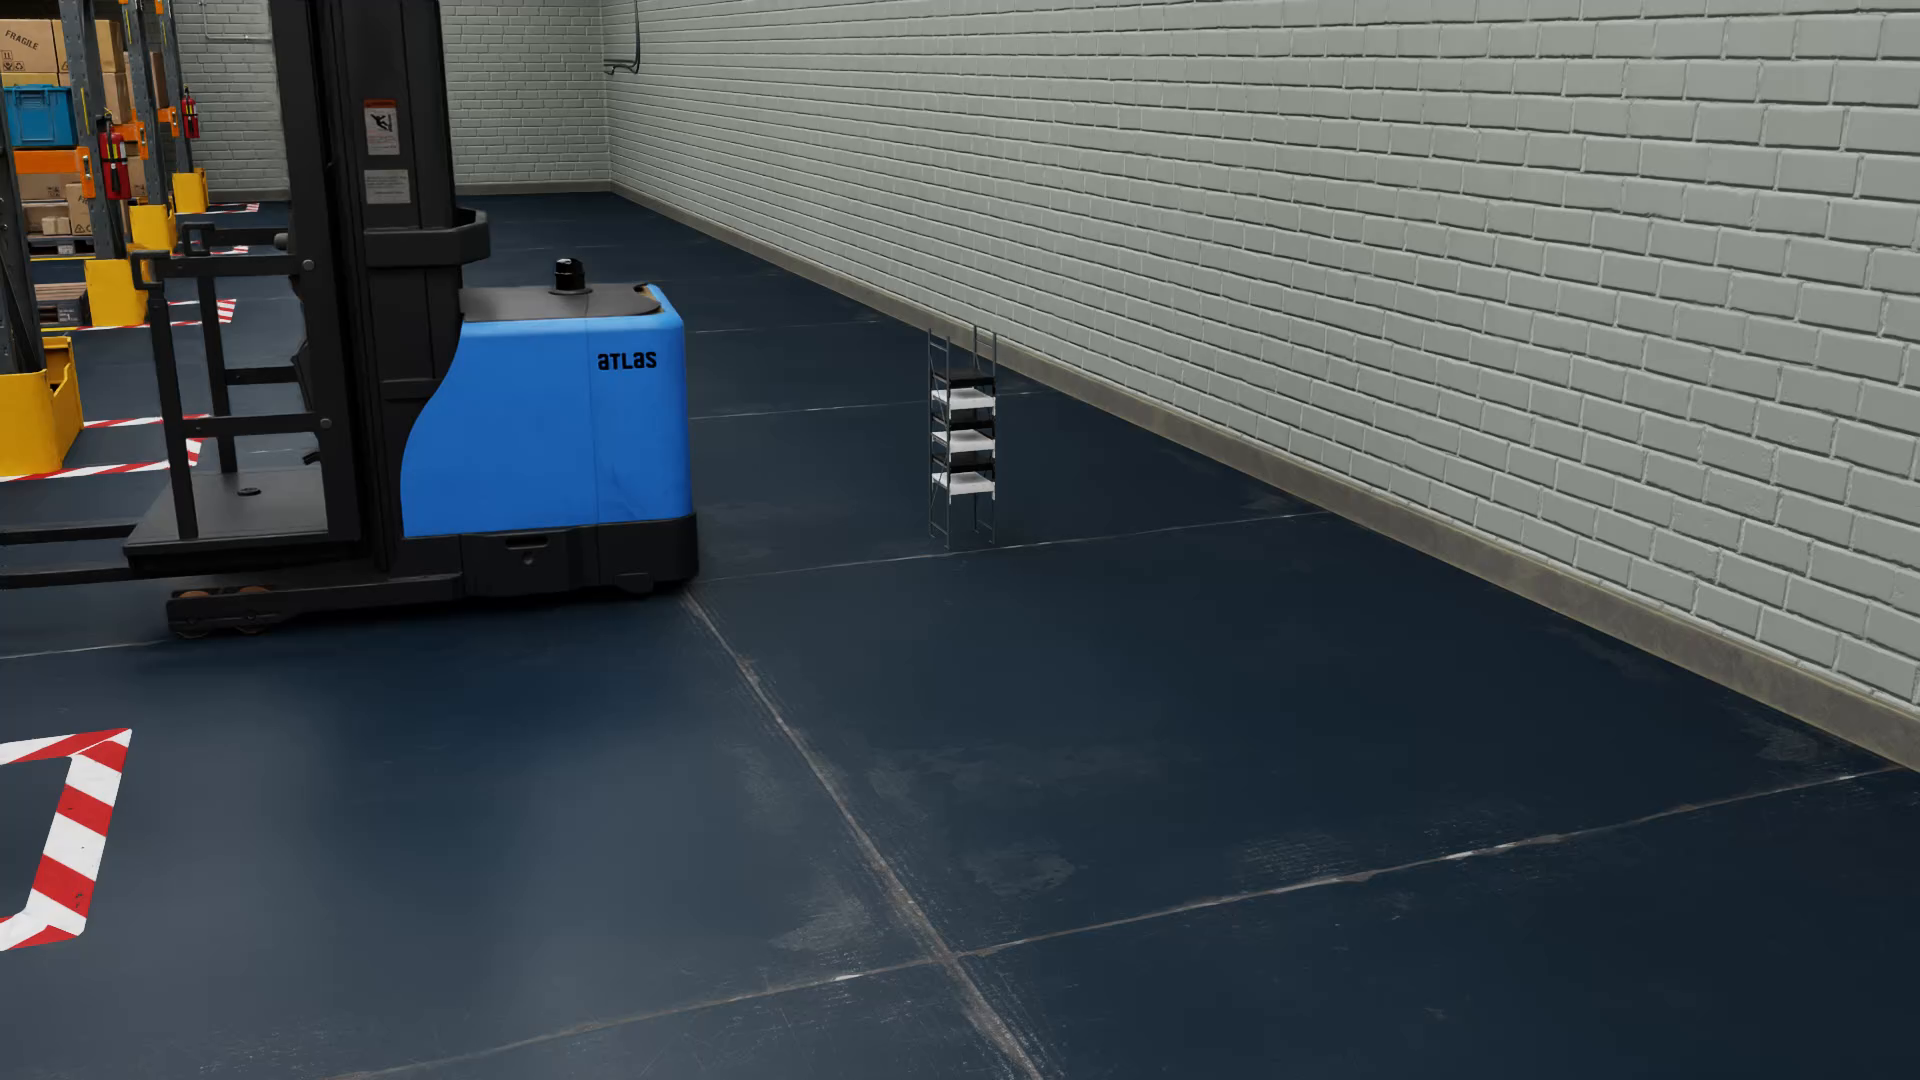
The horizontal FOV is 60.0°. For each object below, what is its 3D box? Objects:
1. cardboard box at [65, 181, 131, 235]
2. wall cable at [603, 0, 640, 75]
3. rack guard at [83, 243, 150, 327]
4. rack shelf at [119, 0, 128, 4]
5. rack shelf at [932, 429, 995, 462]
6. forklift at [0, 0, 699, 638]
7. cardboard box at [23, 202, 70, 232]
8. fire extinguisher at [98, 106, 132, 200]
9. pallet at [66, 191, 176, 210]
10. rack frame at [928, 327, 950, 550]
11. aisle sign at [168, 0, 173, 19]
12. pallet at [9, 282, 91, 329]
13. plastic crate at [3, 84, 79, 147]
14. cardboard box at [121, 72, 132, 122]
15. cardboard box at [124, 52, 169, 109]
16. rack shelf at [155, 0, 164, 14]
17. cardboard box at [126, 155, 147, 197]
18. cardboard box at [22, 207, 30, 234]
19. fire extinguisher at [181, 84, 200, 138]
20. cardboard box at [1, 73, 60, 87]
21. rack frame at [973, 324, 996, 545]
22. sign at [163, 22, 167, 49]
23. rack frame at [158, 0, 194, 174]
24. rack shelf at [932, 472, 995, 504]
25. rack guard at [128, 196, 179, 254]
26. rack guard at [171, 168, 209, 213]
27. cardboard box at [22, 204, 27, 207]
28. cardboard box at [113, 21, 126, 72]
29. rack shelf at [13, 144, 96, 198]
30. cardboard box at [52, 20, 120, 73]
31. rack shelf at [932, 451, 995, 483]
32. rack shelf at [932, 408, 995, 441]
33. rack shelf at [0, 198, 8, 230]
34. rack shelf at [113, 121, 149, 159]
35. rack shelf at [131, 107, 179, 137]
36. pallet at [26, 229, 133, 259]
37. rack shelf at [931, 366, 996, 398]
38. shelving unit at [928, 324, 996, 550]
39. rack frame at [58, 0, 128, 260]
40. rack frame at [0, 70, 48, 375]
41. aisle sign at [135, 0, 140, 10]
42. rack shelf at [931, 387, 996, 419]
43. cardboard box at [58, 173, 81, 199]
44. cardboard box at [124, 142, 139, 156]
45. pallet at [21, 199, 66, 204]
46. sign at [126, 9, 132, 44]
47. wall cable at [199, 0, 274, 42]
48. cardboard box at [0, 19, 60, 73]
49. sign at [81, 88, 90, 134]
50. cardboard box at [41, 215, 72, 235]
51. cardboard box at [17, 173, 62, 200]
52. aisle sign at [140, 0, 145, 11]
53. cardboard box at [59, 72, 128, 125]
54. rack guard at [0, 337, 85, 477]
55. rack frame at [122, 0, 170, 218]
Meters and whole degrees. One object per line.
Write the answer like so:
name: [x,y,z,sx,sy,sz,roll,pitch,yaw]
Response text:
cardboard box: [-8.816,-3.406,17.029,0.500,0.500,0.500,-6,17,-20]
wall cable: [-4.763,-7.682,22.797,0.112,2.526,3.097,-6,17,-20]
rack guard: [-6.609,-2.017,13.079,0.348,0.500,1.175,-6,17,-20]
rack shelf: [-10.264,-5.407,16.139,4.000,0.370,1.077,-6,17,-20]
rack shelf: [0.008,-0.401,6.984,0.200,0.077,0.258,-6,17,-20]
forklift: [-2.584,-1.222,6.059,3.031,2.935,1.130,-4,17,-15]
cardboard box: [-9.472,-3.375,17.368,0.500,0.250,0.500,-6,17,-20]
fire extinguisher: [-6.324,-2.890,12.415,0.183,0.674,0.296,-6,17,-20]
pallet: [-10.891,-4.378,21.632,1.213,0.211,1.003,-6,17,-20]
rack frame: [-0.087,-0.422,6.939,0.006,0.900,0.240,-6,17,-20]
aisle sign: [-9.997,-6.993,20.973,0.004,0.787,0.394,-6,17,-20]
pallet: [-7.411,-1.800,12.852,1.213,0.211,1.003,-6,17,-20]
plastic crate: [-6.873,-3.173,12.412,0.499,0.435,0.616,-6,17,-20]
cardboard box: [-8.905,-4.587,17.216,0.500,0.500,0.500,-6,17,-19]
cardboard box: [-10.645,-5.907,21.357,0.700,0.700,0.980,-5,17,-18]
rack shelf: [-12.040,-6.709,20.576,4.000,0.370,1.077,-6,17,-20]
cardboard box: [-10.790,-4.722,21.547,0.500,0.500,0.700,-6,17,-20]
cardboard box: [-9.713,-3.198,16.765,0.500,0.250,0.500,-6,17,-20]
fire extinguisher: [-9.866,-5.495,21.285,0.183,0.674,0.296,-6,17,-20]
cardboard box: [-9.200,-4.392,16.554,0.500,0.500,0.500,-6,17,-20]
rack frame: [0.103,-0.443,7.009,0.006,0.900,0.240,-6,17,-20]
sign: [-9.991,-6.342,20.896,0.005,0.325,0.100,-6,17,-20]
rack frame: [-10.172,-5.817,21.584,0.127,3.000,1.000,-6,17,-20]
rack shelf: [0.008,-0.228,7.034,0.200,0.077,0.258,-6,17,-20]
rack guard: [-8.467,-3.307,17.473,0.348,0.500,1.175,-6,17,-20]
rack guard: [-10.150,-4.620,21.944,0.348,0.500,1.175,-6,17,-20]
cardboard box: [-9.939,-3.325,17.196,0.500,0.250,0.500,-6,17,-20]
cardboard box: [-8.905,-5.066,17.076,0.500,0.500,0.500,-6,17,-18]
rack shelf: [-8.495,-2.664,12.122,4.000,0.370,1.077,-6,17,-20]
cardboard box: [-8.713,-4.925,16.592,0.500,0.500,0.500,-6,18,-21]
rack shelf: [0.008,-0.314,7.009,0.200,0.077,0.258,-6,17,-20]
rack shelf: [0.008,-0.487,6.958,0.200,0.077,0.258,-6,17,-20]
rack shelf: [-6.722,-1.361,7.684,4.000,0.370,1.077,-6,17,-20]
rack shelf: [-10.264,-3.967,16.561,4.000,0.370,1.077,-6,17,-20]
rack shelf: [-12.040,-5.270,20.998,4.000,0.370,1.077,-6,17,-20]
pallet: [-9.211,-3.088,17.239,1.213,0.211,1.003,-6,17,-20]
rack shelf: [0.008,-0.660,6.908,0.200,0.077,0.258,-6,17,-20]
shelving unit: [0.008,-0.433,6.974,0.210,0.900,0.258,-6,17,-20]
rack frame: [-6.627,-3.210,12.707,0.127,3.000,1.000,-6,17,-20]
rack frame: [-4.855,-1.907,8.270,0.127,3.000,1.000,-6,17,-20]
aisle sign: [-8.223,-5.688,16.529,0.004,0.787,0.394,-6,17,-20]
rack shelf: [0.008,-0.573,6.933,0.200,0.077,0.258,-6,17,-20]
cardboard box: [-11.257,-4.672,21.375,0.500,0.500,0.700,-6,17,-20]
cardboard box: [-10.745,-5.099,21.677,0.250,0.149,0.380,-6,17,-20]
pallet: [-12.028,-4.256,21.217,1.213,0.211,1.003,-6,17,-20]
sign: [-8.216,-5.073,16.435,0.005,0.325,0.100,-6,17,-20]
wall cable: [-9.315,-6.683,22.728,1.851,1.984,0.084,-6,17,-20]
cardboard box: [-9.185,-4.873,16.418,0.500,0.500,0.500,-6,17,-19]
sign: [-6.415,-3.146,12.197,0.005,0.325,0.100,-6,17,-20]
cardboard box: [-9.226,-3.229,17.018,0.250,0.166,0.380,-6,17,-20]
cardboard box: [-11.727,-4.621,21.202,0.500,0.500,0.700,-7,18,-22]
aisle sign: [-8.437,-5.846,17.067,0.004,0.787,0.394,-6,17,-20]
cardboard box: [-8.717,-4.445,16.735,0.500,0.500,0.500,-6,17,-18]
rack guard: [-4.832,-0.710,8.630,0.348,0.500,1.175,-6,17,-20]
rack frame: [-8.396,-4.514,17.147,0.127,3.000,1.000,-6,17,-20]
